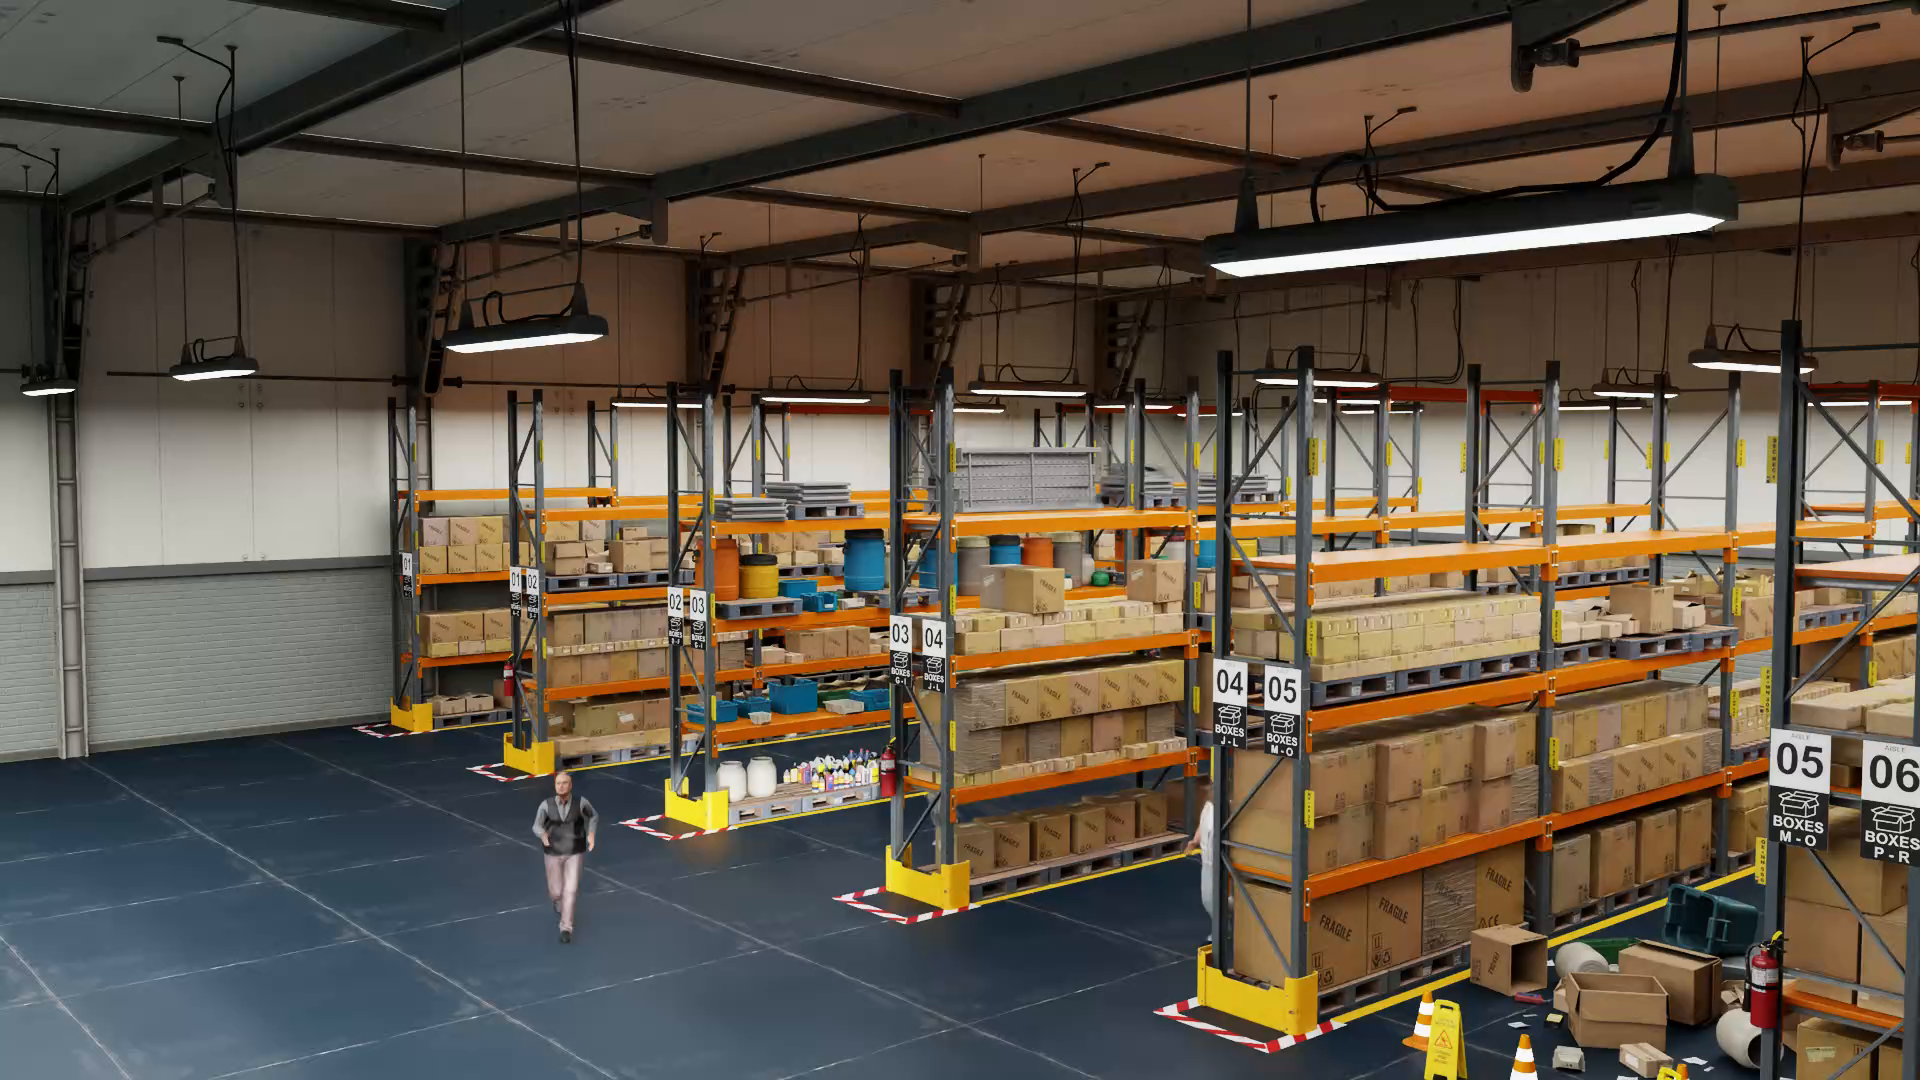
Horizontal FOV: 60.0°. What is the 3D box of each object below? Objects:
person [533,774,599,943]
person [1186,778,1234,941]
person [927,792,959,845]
[{"bbox_3d":[-4.133,3.335,17.428,0.677,1.619,0.984,-1,3,-9],"label":"person"},{"bbox_3d":[2.675,3.297,17.158,0.625,1.731,0.689,-3,4,-39],"label":"person"},{"bbox_3d":[-0.268,3.140,21.319,0.530,1.553,0.552,3,4,38],"label":"person"}]
